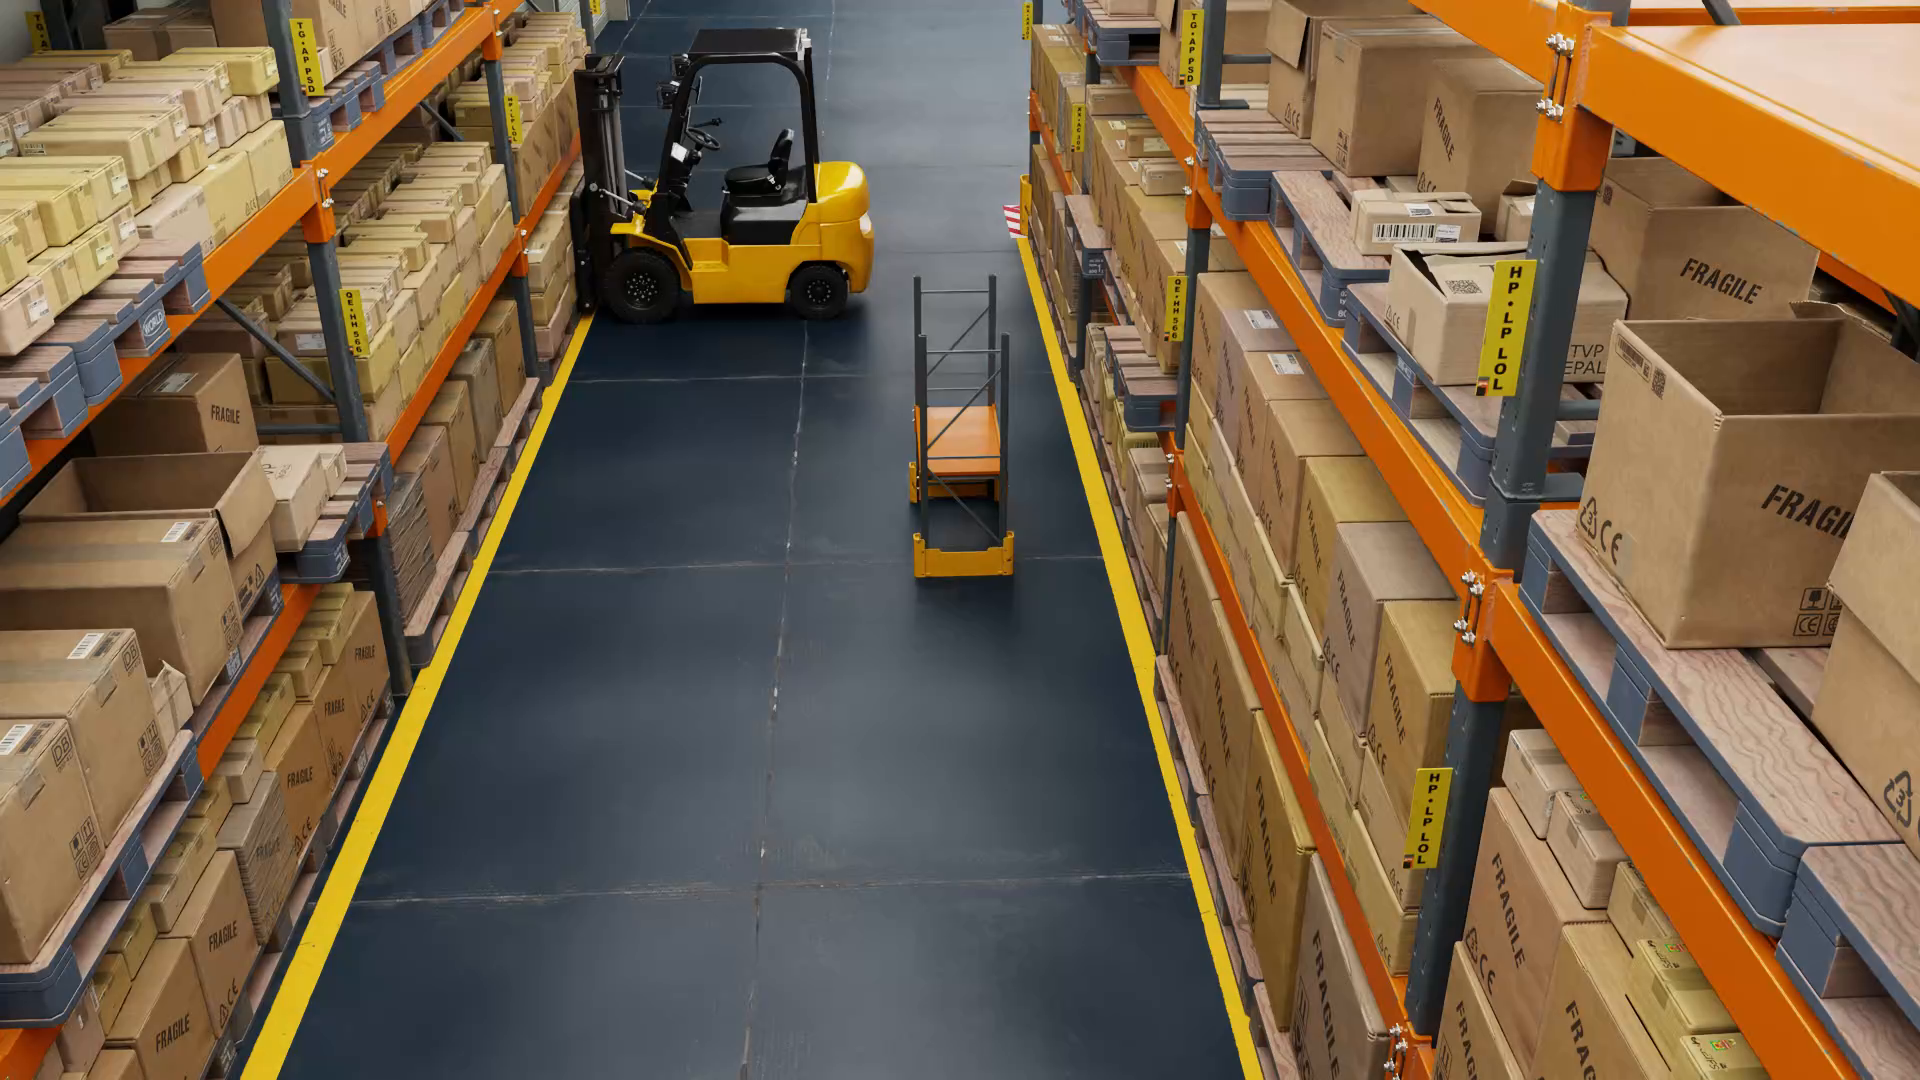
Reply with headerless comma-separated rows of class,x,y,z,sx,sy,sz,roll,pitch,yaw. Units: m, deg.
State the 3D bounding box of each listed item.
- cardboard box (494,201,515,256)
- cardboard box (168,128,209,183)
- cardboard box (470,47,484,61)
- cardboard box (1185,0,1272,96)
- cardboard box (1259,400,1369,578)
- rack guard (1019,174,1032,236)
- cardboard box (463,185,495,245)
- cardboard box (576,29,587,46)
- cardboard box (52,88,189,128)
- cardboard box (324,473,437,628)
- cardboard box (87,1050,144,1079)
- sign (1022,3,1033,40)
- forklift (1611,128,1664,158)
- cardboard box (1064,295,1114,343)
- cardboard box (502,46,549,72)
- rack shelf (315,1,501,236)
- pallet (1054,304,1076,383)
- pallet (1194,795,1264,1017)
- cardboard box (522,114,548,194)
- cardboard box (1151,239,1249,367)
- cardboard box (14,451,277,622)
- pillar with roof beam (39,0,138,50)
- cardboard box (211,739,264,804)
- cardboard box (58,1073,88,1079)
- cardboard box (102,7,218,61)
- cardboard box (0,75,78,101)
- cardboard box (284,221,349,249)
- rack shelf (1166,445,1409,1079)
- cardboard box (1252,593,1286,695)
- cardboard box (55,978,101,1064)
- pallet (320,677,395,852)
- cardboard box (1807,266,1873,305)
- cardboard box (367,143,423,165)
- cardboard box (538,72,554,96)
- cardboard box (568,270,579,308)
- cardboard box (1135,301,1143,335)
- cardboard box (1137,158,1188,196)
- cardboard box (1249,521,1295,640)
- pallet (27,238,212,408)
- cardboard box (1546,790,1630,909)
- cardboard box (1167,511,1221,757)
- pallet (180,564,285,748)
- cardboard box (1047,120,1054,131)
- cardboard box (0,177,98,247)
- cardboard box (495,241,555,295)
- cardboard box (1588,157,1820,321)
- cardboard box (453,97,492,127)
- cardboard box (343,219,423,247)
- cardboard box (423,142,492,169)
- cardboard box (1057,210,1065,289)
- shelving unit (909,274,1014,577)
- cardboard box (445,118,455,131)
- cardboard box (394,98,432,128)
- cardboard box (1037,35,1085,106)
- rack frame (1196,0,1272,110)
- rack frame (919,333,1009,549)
cardboard box,-3.301,-2.078,11.152,0.500,0.250,0.500,-1,28,-1
cardboard box,-3.082,-1.450,6.273,0.380,0.149,0.250,-1,28,-3
cardboard box,-3.941,-3.806,13.173,0.380,0.149,0.250,-1,28,-2
cardboard box,1.537,-2.457,8.366,0.700,0.500,0.500,-1,28,-3
cardboard box,1.428,-0.198,6.196,0.500,0.500,0.500,-1,28,-2
rack guard,1.163,-3.196,15.837,1.175,0.500,0.348,-1,28,-3
cardboard box,-3.274,-2.068,10.592,0.500,0.250,0.500,-2,28,-4
cardboard box,-3.500,-4.396,14.626,0.380,0.149,0.250,-1,28,-2
cardboard box,-3.123,-1.580,6.201,0.380,0.149,0.250,-2,28,-3
cardboard box,-3.399,0.055,9.015,0.875,0.625,0.625,-1,28,-1
cardboard box,-2.972,2.017,5.388,0.500,0.500,0.500,0,28,0
sign,0.617,-4.710,15.101,0.100,0.325,0.005,-1,28,-3
forklift,3.940,-1.230,9.439,1.130,2.935,3.031,1,28,2
cardboard box,1.068,-1.726,12.834,0.500,0.250,0.500,0,28,0
cardboard box,-3.483,-3.813,13.186,0.380,0.149,0.250,-1,28,-2
rack shelf,-3.485,-2.458,9.253,1.077,0.370,4.000,-1,28,-3
pallet,1.297,-1.565,13.022,1.003,0.211,1.213,-1,28,-3
pallet,1.603,1.519,7.108,1.003,0.211,1.213,-1,28,-3
cardboard box,-3.395,-2.866,12.394,0.500,0.500,0.500,-1,28,-2
cardboard box,1.275,-1.211,8.443,0.500,0.500,0.500,-2,28,-4
cardboard box,-3.110,-0.006,6.452,0.797,0.503,0.637,-2,28,-4
pillar with roof beam,-0.049,-3.868,7.934,9.100,9.000,0.400,-1,28,-3
cardboard box,-3.060,0.946,6.740,0.380,0.149,0.250,-3,28,-5
cardboard box,-2.924,1.786,5.129,0.380,0.149,0.250,0,28,0
cardboard box,-3.674,-2.346,7.860,0.500,0.250,0.500,-1,28,-3
cardboard box,-3.639,-1.687,6.407,0.380,0.149,0.250,-1,28,-3
cardboard box,-3.699,-1.709,9.474,0.380,0.149,0.250,-1,28,-1
rack shelf,1.681,0.598,6.638,1.077,0.370,4.000,-1,28,-3
cardboard box,1.446,0.361,6.477,0.500,0.250,0.500,-1,28,-3
cardboard box,-2.986,1.536,5.288,0.380,0.149,0.250,-3,28,-5
pallet,-3.379,1.059,7.992,1.003,0.211,1.213,-1,28,-3
cardboard box,6.428,-1.563,11.981,1.050,0.750,0.750,-2,28,-3
cardboard box,-3.785,-2.535,11.057,0.380,0.149,0.250,-2,28,-4
cardboard box,-3.404,-3.571,13.043,0.380,0.149,0.250,-2,28,-4
cardboard box,-3.368,-2.040,13.437,0.500,0.250,0.500,-1,28,-2
cardboard box,1.175,-1.219,9.161,0.380,0.149,0.250,-3,28,-5
cardboard box,1.209,-2.044,9.339,0.380,0.149,0.250,-3,28,-5
cardboard box,1.409,0.144,6.352,0.500,0.250,0.500,-1,28,-2
pallet,-3.192,-0.704,5.317,1.213,0.211,1.003,-1,28,-3
cardboard box,1.572,0.697,3.779,0.380,0.149,0.250,-1,28,-2
cardboard box,1.530,0.432,8.022,0.875,0.875,0.875,-2,28,-3
pallet,-3.274,0.460,6.332,1.003,0.211,1.213,-1,28,-3
cardboard box,0.944,-3.588,14.158,0.380,0.149,0.250,-1,28,-1
cardboard box,-2.885,-0.999,5.066,0.380,0.149,0.250,-1,28,-2
cardboard box,-3.301,-2.012,12.302,0.500,0.250,0.500,-2,28,-3
cardboard box,2.029,-0.772,4.681,0.500,0.500,0.500,-2,28,-4
cardboard box,-3.309,-2.989,11.605,0.380,0.149,0.250,-1,28,-2
cardboard box,-3.291,-1.723,9.501,0.380,0.149,0.250,-1,28,-3
cardboard box,-3.349,-2.550,11.086,0.380,0.149,0.250,0,28,-1
cardboard box,1.041,-2.293,13.112,0.500,0.500,0.500,-1,28,-2
shelving unit,-0.004,-0.700,9.971,0.587,1.500,1.083,-1,28,-3
cardboard box,-3.905,-2.846,12.355,0.500,0.500,0.500,-1,28,-2
cardboard box,-3.907,-2.975,11.578,0.380,0.149,0.250,-1,28,-3
cardboard box,0.937,-4.051,14.344,0.500,0.500,0.500,-1,28,-1
rack frame,1.577,-3.305,6.855,1.000,3.000,0.127,-1,28,-3
rack frame,0.022,-0.470,9.529,0.500,1.500,0.032,-1,28,-3
